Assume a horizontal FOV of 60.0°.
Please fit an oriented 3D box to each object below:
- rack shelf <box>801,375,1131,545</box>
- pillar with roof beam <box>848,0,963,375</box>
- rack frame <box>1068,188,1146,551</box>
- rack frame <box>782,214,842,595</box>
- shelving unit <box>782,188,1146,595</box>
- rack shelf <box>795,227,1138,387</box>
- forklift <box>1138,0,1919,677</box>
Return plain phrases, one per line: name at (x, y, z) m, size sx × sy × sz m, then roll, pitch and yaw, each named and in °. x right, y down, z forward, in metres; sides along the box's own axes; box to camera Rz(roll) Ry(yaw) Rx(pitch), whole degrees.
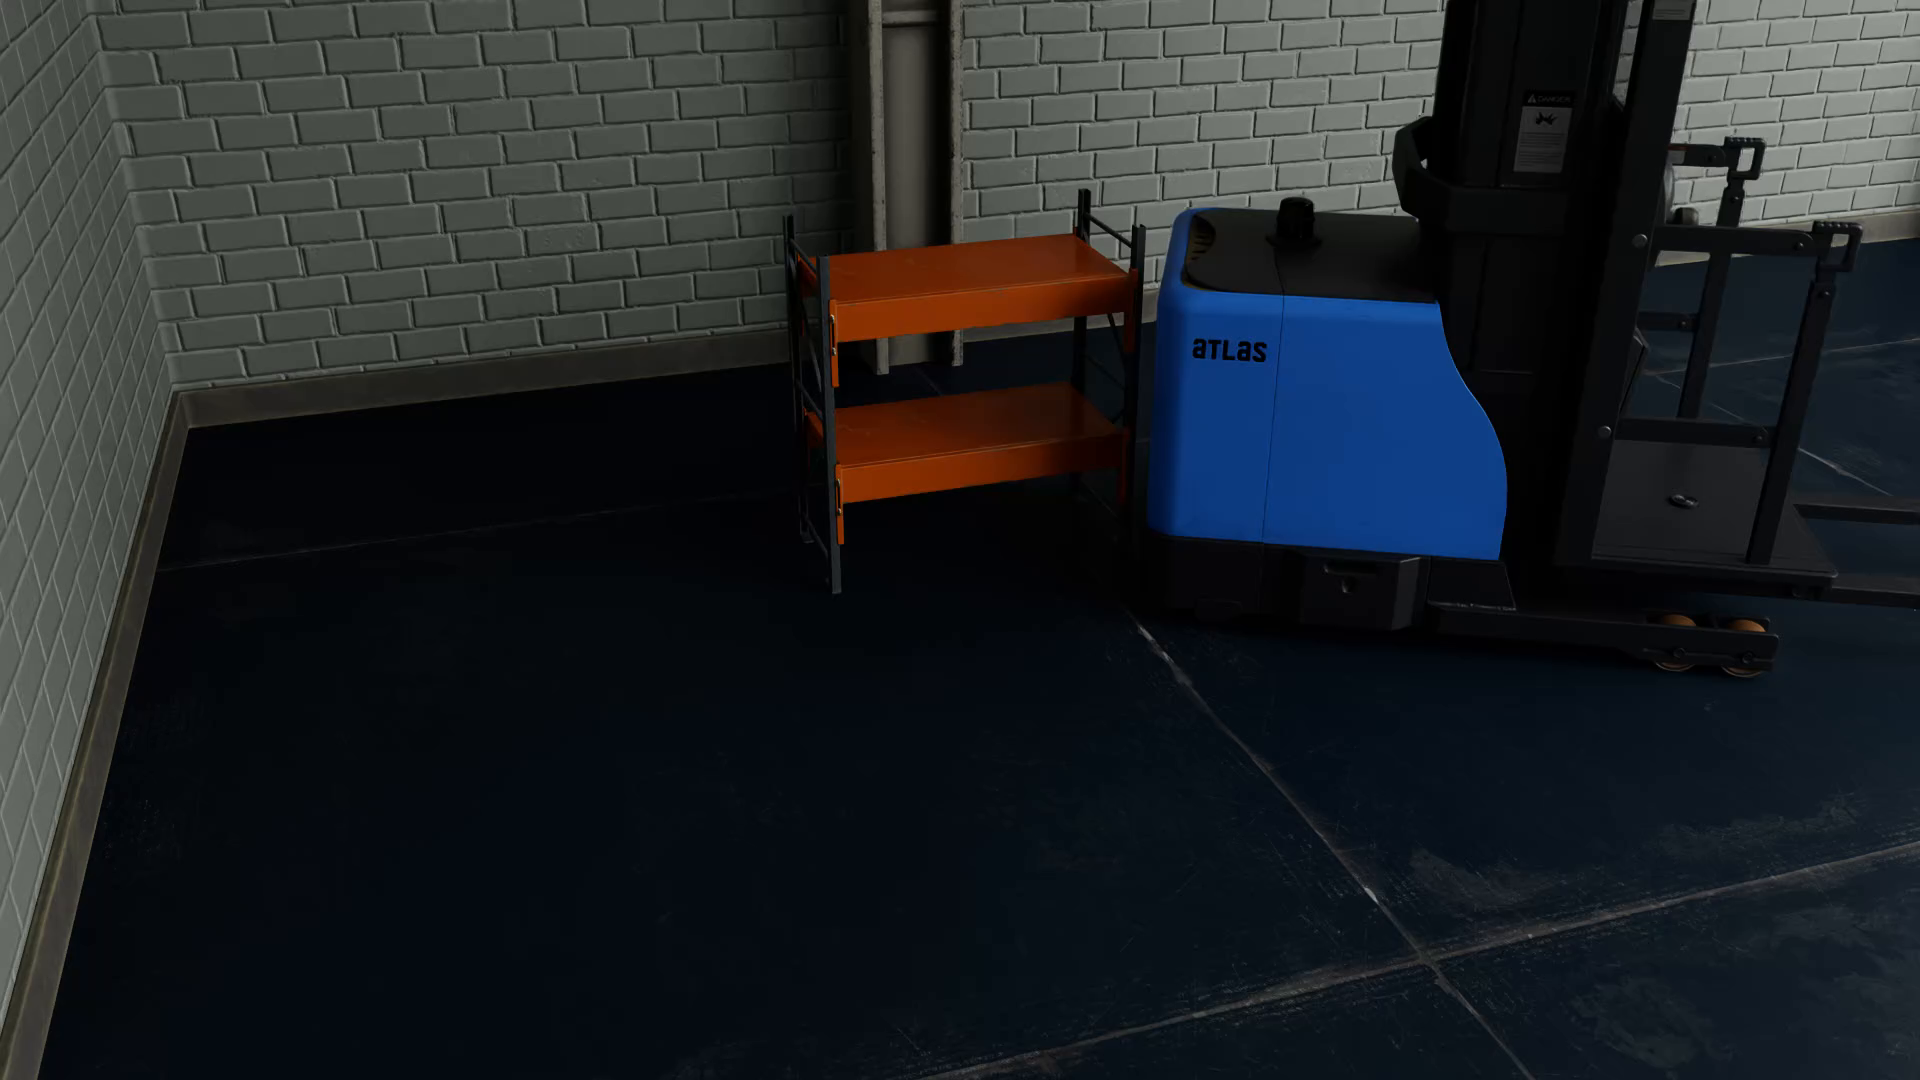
rack shelf at (0.006, -0.286, 5.610) m, size 1.000 × 0.278 × 0.538 m, roll -8°, pitch 28°, yaw -16°
pillar with roof beam at (1.111, -3.016, 1.706) m, size 0.400 × 9.000 × 9.100 m, roll -8°, pitch 28°, yaw -16°
rack frame at (0.490, -0.575, 5.643) m, size 0.032 × 1.125 × 0.500 m, roll -8°, pitch 28°, yaw -16°
rack frame at (-0.477, -0.435, 5.361) m, size 0.032 × 1.125 × 0.500 m, roll -8°, pitch 28°, yaw -16°
shelving unit at (0.006, -0.505, 5.502) m, size 1.048 × 1.125 × 0.538 m, roll -8°, pitch 28°, yaw -16°
rack shelf at (0.006, -0.767, 5.372) m, size 1.000 × 0.278 × 0.538 m, roll -8°, pitch 28°, yaw -16°
forklift at (2.129, -1.162, 4.794) m, size 3.031 × 2.935 × 1.130 m, roll 4°, pitch 27°, yaw 9°
